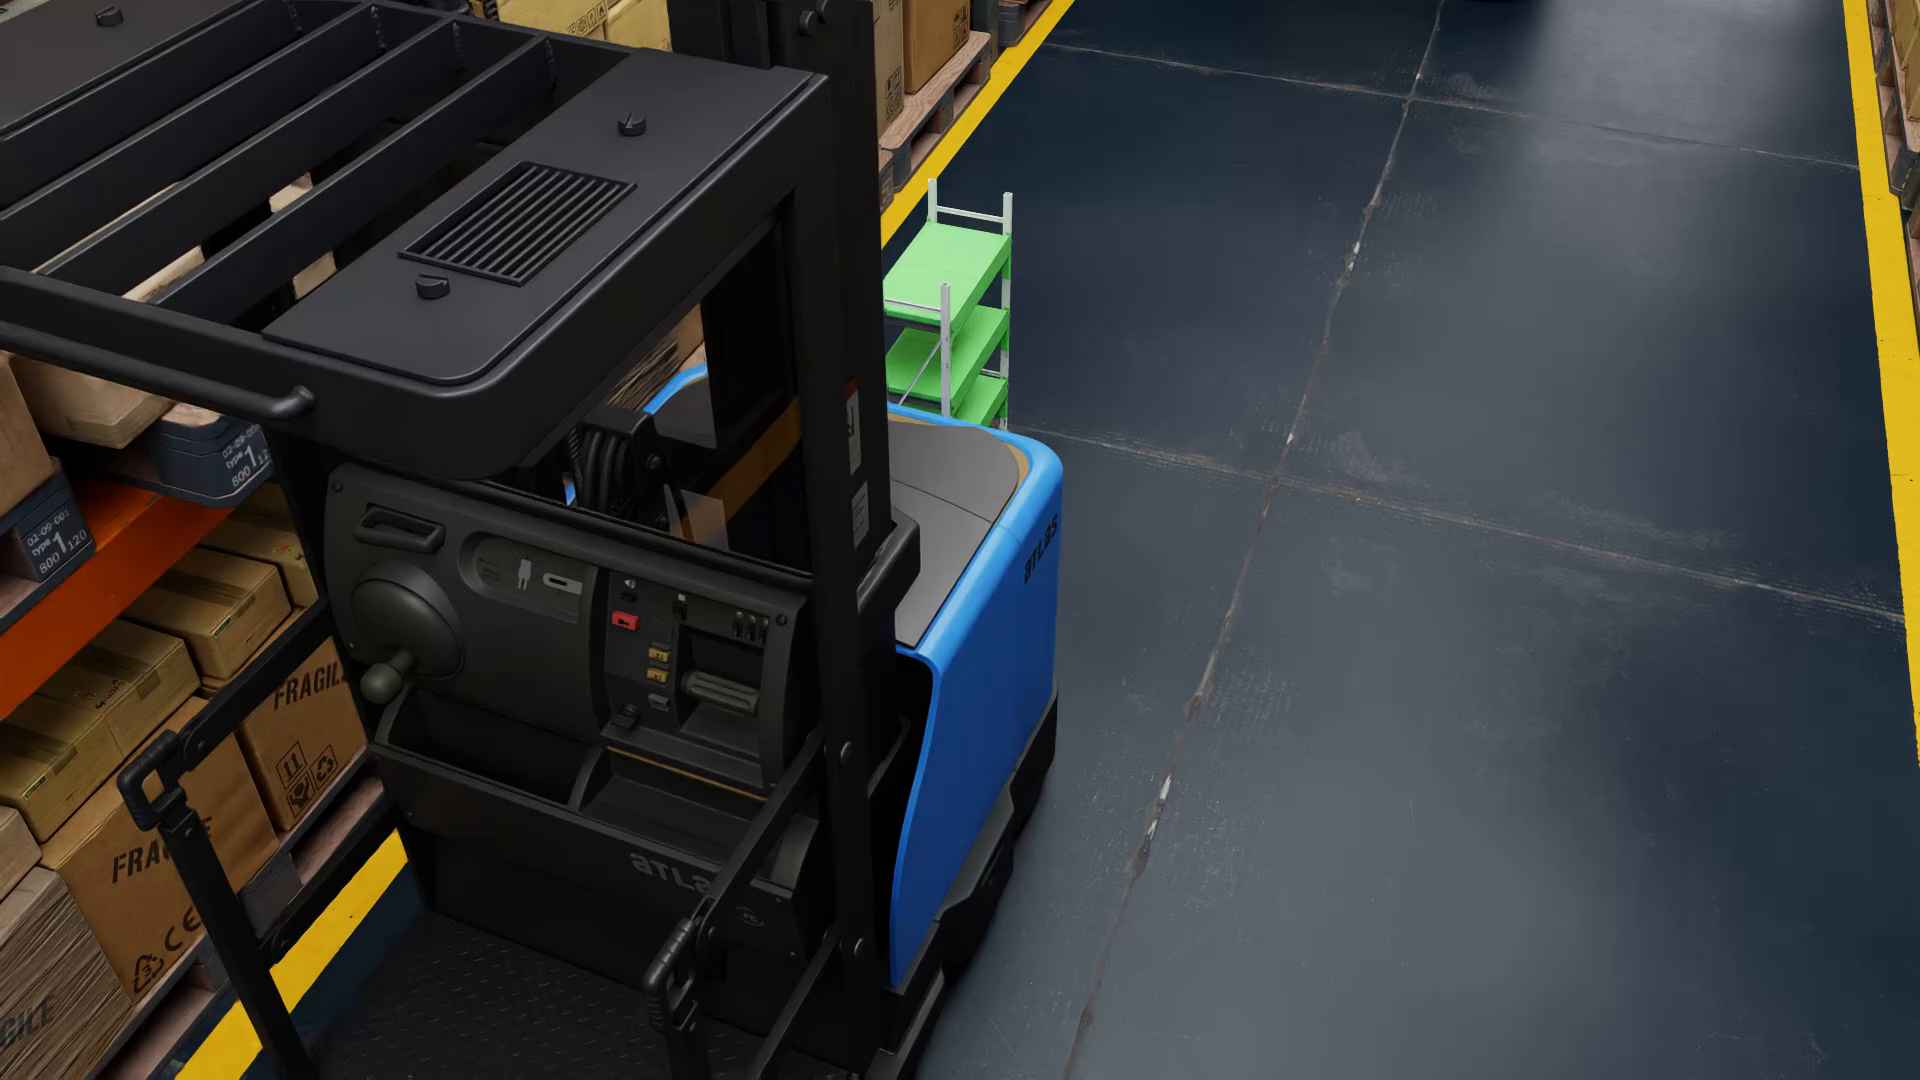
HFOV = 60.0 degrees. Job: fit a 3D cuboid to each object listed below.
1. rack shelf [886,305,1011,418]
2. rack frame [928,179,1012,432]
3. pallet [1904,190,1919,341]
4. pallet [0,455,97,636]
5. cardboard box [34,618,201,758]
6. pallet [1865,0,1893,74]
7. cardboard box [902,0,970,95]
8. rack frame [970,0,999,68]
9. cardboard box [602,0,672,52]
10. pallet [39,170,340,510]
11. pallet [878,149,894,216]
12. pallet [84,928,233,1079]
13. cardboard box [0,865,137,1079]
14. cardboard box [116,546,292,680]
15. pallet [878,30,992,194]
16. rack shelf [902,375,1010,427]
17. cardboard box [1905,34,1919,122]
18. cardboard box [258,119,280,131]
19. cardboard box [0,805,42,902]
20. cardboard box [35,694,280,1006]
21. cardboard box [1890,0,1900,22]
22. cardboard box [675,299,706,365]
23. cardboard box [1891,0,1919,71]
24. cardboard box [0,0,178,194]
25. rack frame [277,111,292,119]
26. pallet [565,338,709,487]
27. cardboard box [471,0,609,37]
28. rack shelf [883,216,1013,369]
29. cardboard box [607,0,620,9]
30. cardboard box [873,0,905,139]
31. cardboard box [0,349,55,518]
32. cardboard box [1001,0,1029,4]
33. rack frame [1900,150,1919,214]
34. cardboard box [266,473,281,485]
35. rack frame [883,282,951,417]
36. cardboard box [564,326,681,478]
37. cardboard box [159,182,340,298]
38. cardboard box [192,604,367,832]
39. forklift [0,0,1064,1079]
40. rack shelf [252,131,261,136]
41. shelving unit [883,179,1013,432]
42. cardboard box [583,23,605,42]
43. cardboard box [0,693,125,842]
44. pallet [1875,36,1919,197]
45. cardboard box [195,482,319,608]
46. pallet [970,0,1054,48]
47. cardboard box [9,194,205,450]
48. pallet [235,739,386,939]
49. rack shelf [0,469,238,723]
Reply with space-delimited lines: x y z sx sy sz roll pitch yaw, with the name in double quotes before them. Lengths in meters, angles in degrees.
"rack shelf" -0.057 -0.489 4.628 0.258 0.148 0.480 13 42 15
"rack frame" 0.027 -0.504 4.917 0.240 1.200 0.015 13 42 15
"pallet" 4.092 -0.879 6.117 1.003 0.211 1.213 13 42 15
"pallet" -2.337 0.186 2.869 1.003 0.211 1.213 13 42 15
"cardboard box" -1.936 0.303 3.687 0.380 0.149 0.250 14 43 16
"pallet" 4.969 -2.518 8.039 1.003 0.211 1.213 13 42 15
"cardboard box" -0.477 -2.450 7.316 0.875 0.625 0.625 15 43 17
"rack frame" -0.309 -3.514 7.058 1.000 3.000 0.127 13 42 15
"cardboard box" -1.119 -1.539 4.859 0.500 0.250 0.500 12 42 14
"pallet" -1.842 -0.572 3.758 1.213 0.211 1.003 13 42 15
"pallet" -0.940 -1.249 6.551 1.003 0.211 1.213 13 42 15
"pallet" -2.386 1.175 3.710 1.003 0.211 1.213 13 42 15
"cardboard box" -2.137 0.966 3.409 0.500 0.500 0.500 12 42 14
"cardboard box" -1.803 0.152 3.864 0.380 0.149 0.250 12 42 14
"pallet" -0.524 -1.995 7.426 1.003 0.211 1.213 13 42 15
"rack shelf" -0.057 -0.307 4.784 0.258 0.148 0.480 13 42 15
"cardboard box" 4.306 -1.949 7.018 0.500 0.250 0.500 15 43 17
"cardboard box" -1.763 -1.348 4.635 0.500 0.250 0.500 12 42 14
"cardboard box" -2.087 0.630 3.303 0.380 0.149 0.250 11 42 13
"cardboard box" -1.977 0.645 3.785 0.500 0.500 0.500 15 43 17
"cardboard box" 4.657 -2.585 7.764 0.500 0.250 0.500 14 42 16
"cardboard box" -1.234 -1.108 5.744 0.875 0.625 0.625 15 43 16
"cardboard box" 4.479 -2.276 7.401 0.500 0.250 0.500 12 42 14
"cardboard box" -2.000 -0.993 3.702 0.500 0.500 0.500 15 43 17
"rack frame" -1.677 -1.074 4.198 1.000 3.000 0.127 13 42 15
"pallet" -1.358 -0.507 5.682 1.003 0.211 1.213 13 42 15
"cardboard box" -1.272 -1.418 4.332 0.500 0.250 0.500 13 42 15
"rack shelf" -0.057 -0.672 4.472 0.258 0.148 0.480 13 42 15
"cardboard box" -1.123 -1.729 4.696 0.500 0.250 0.500 15 43 16
"cardboard box" -0.749 -1.978 6.764 0.875 0.625 0.625 13 42 15
"cardboard box" -2.061 -0.237 2.813 0.797 0.503 0.637 12 42 14
"cardboard box" 0.168 -2.849 8.074 0.500 0.250 0.500 14 42 16
"rack frame" 4.357 -2.415 5.769 1.000 3.000 0.127 13 42 15
"cardboard box" -1.608 -0.173 4.244 0.380 0.149 0.250 11 42 13
"rack frame" -0.140 -0.207 4.568 0.240 1.200 0.015 13 42 15
"cardboard box" -1.451 -0.708 5.275 0.875 0.625 0.625 15 43 16
"cardboard box" -1.541 -0.653 3.574 0.380 0.149 0.250 14 42 16
"cardboard box" -1.800 0.325 4.160 0.500 0.500 0.500 13 42 14
"forklift" -0.783 0.240 2.711 1.130 2.935 3.031 15 43 17
"rack shelf" -0.993 -2.021 5.862 1.077 0.370 4.000 13 42 15
"shelving unit" -0.057 -0.355 4.742 0.258 1.200 0.503 13 42 15
"cardboard box" -1.295 -1.234 4.501 0.500 0.250 0.500 13 42 15
"cardboard box" -2.021 0.455 3.508 0.380 0.149 0.250 13 42 14
"pallet" 4.553 -1.771 7.164 1.003 0.211 1.213 13 42 15
"cardboard box" -1.672 0.001 4.041 0.380 0.149 0.250 11 42 13
"pallet" 0.002 -2.929 8.520 1.003 0.211 1.213 13 42 15
"cardboard box" -1.733 -0.462 3.272 0.500 0.250 0.500 11 42 13
"pallet" -1.968 0.433 4.579 1.003 0.211 1.213 13 42 15
"rack shelf" -2.361 0.419 3.002 1.077 0.370 4.000 13 42 15
